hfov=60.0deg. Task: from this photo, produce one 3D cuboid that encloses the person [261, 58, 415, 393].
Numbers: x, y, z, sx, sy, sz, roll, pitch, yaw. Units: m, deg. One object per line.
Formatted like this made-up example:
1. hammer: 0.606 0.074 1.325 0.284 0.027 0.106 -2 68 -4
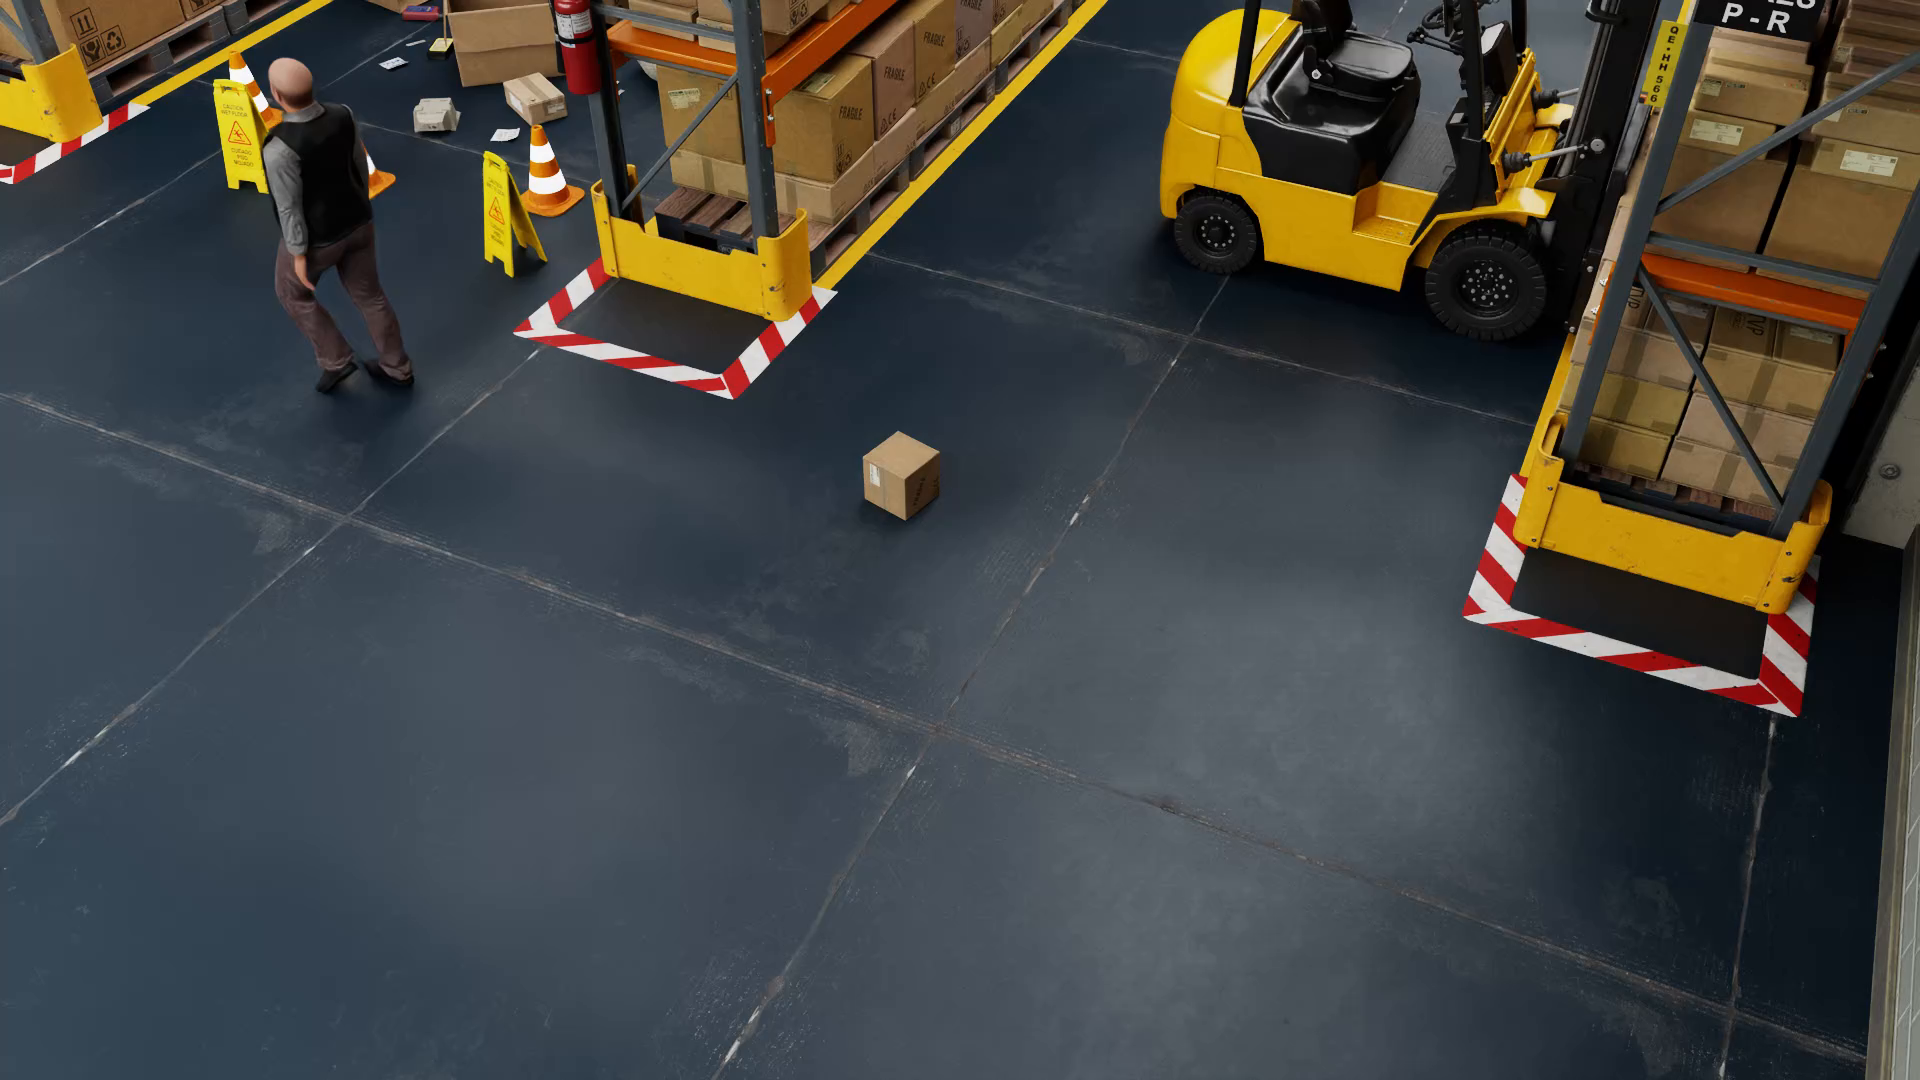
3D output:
1. person: -2.960 -1.428 7.796 0.539 1.784 0.569 23 47 24
